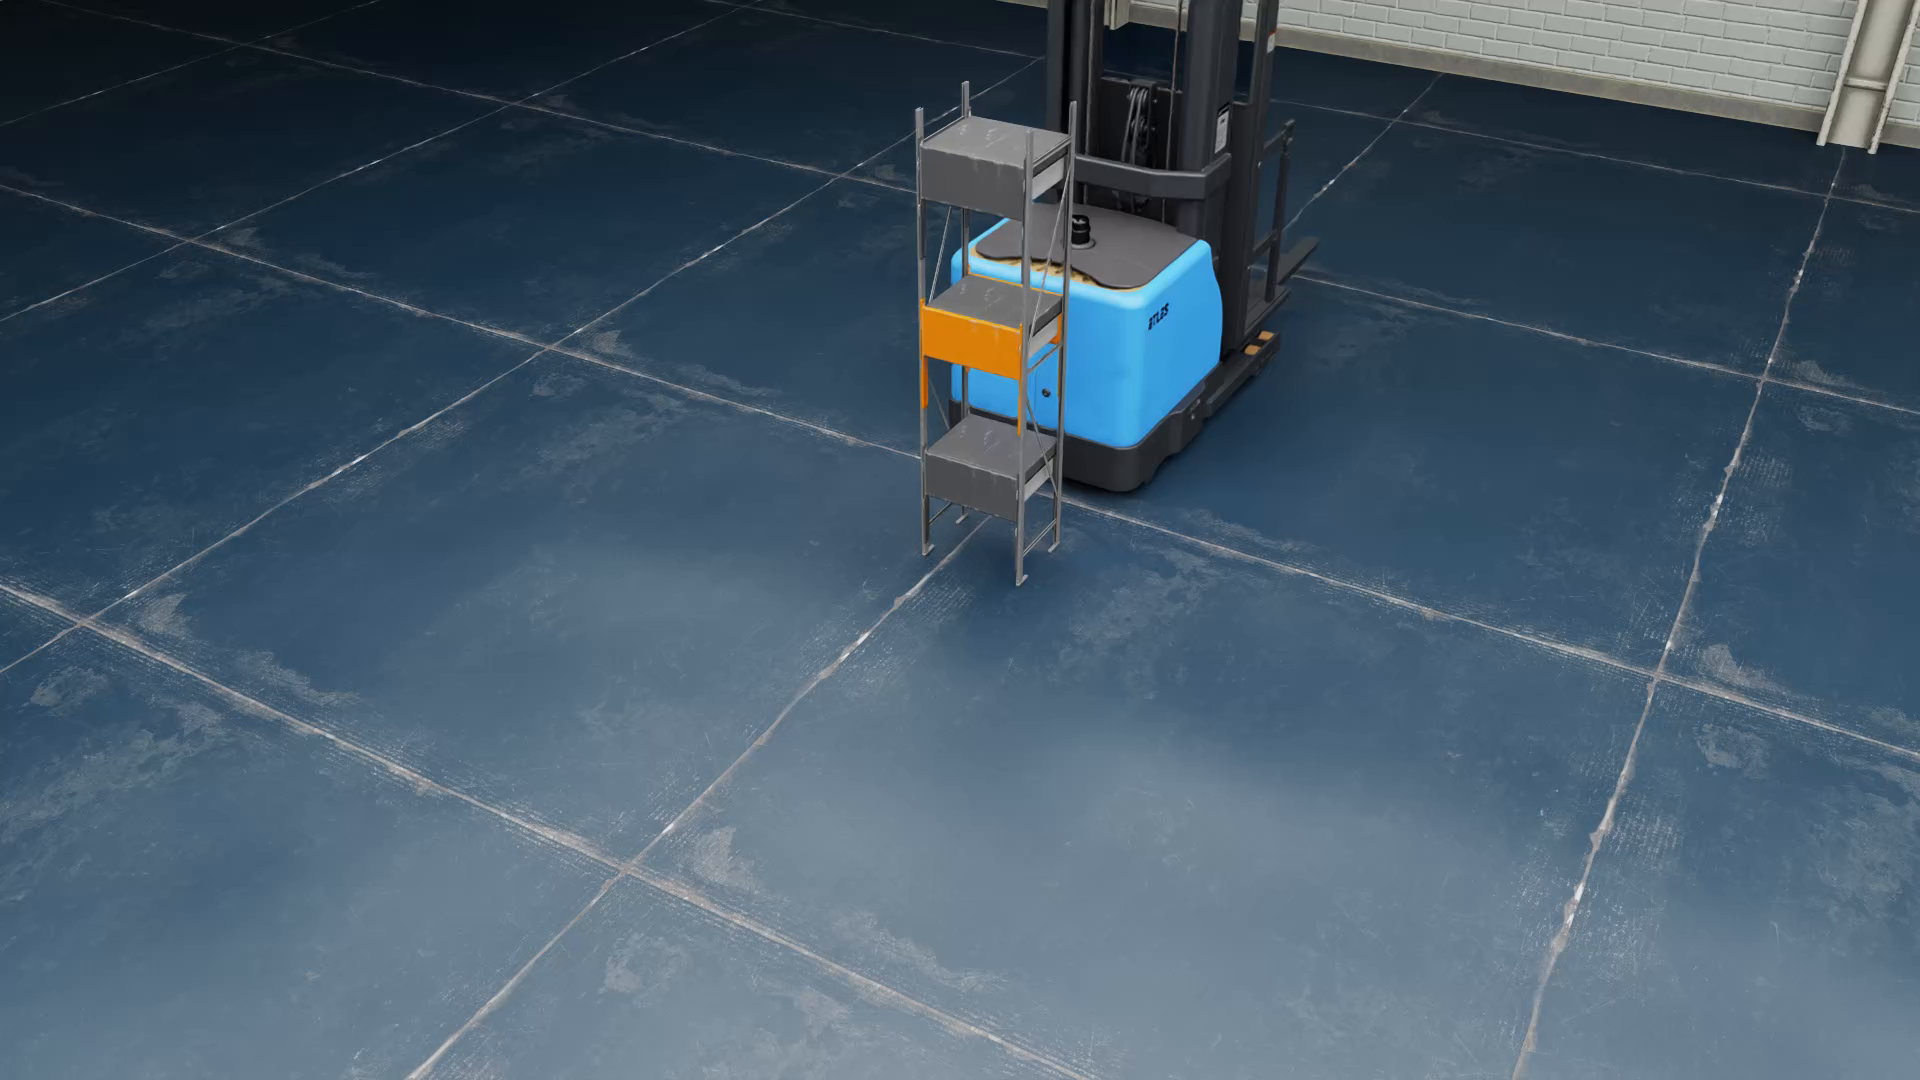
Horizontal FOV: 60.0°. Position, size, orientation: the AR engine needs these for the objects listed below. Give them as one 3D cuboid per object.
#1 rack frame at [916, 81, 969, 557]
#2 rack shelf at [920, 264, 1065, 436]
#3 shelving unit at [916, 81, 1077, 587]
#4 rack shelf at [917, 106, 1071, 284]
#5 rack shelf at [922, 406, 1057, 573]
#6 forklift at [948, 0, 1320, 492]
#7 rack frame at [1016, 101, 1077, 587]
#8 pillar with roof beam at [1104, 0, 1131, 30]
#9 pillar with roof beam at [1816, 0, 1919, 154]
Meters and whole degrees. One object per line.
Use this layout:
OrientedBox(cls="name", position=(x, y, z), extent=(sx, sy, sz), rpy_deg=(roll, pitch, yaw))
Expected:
OrientedBox(cls="rack frame", position=(-0.068, -0.896, 7.200), extent=(0.015, 2.100, 0.400), rpy_deg=(18, 37, 24))
OrientedBox(cls="rack shelf", position=(0.144, -0.817, 7.107), extent=(0.480, 0.518, 0.431), rpy_deg=(18, 37, 24))
OrientedBox(cls="shelving unit", position=(0.144, -0.828, 7.100), extent=(0.503, 2.100, 0.431), rpy_deg=(18, 37, 24))
OrientedBox(cls="rack shelf", position=(0.144, -1.400, 6.719), extent=(0.480, 0.518, 0.431), rpy_deg=(18, 37, 24))
OrientedBox(cls="rack shelf", position=(0.144, -0.234, 7.495), extent=(0.480, 0.518, 0.431), rpy_deg=(18, 37, 24))
OrientedBox(cls="forklift", position=(1.126, -2.239, 8.468), extent=(1.130, 2.935, 3.031), rpy_deg=(18, 38, 25))
OrientedBox(cls="rack frame", position=(0.356, -0.761, 6.999), extent=(0.015, 2.100, 0.400), rpy_deg=(18, 37, 24))
OrientedBox(cls="pillar with roof beam", position=(-0.889, -6.214, 8.962), extent=(0.400, 9.000, 9.100), rpy_deg=(18, 37, 24))
OrientedBox(cls="pillar with roof beam", position=(4.320, -4.563, 6.484), extent=(0.400, 9.000, 9.100), rpy_deg=(18, 37, 24))
